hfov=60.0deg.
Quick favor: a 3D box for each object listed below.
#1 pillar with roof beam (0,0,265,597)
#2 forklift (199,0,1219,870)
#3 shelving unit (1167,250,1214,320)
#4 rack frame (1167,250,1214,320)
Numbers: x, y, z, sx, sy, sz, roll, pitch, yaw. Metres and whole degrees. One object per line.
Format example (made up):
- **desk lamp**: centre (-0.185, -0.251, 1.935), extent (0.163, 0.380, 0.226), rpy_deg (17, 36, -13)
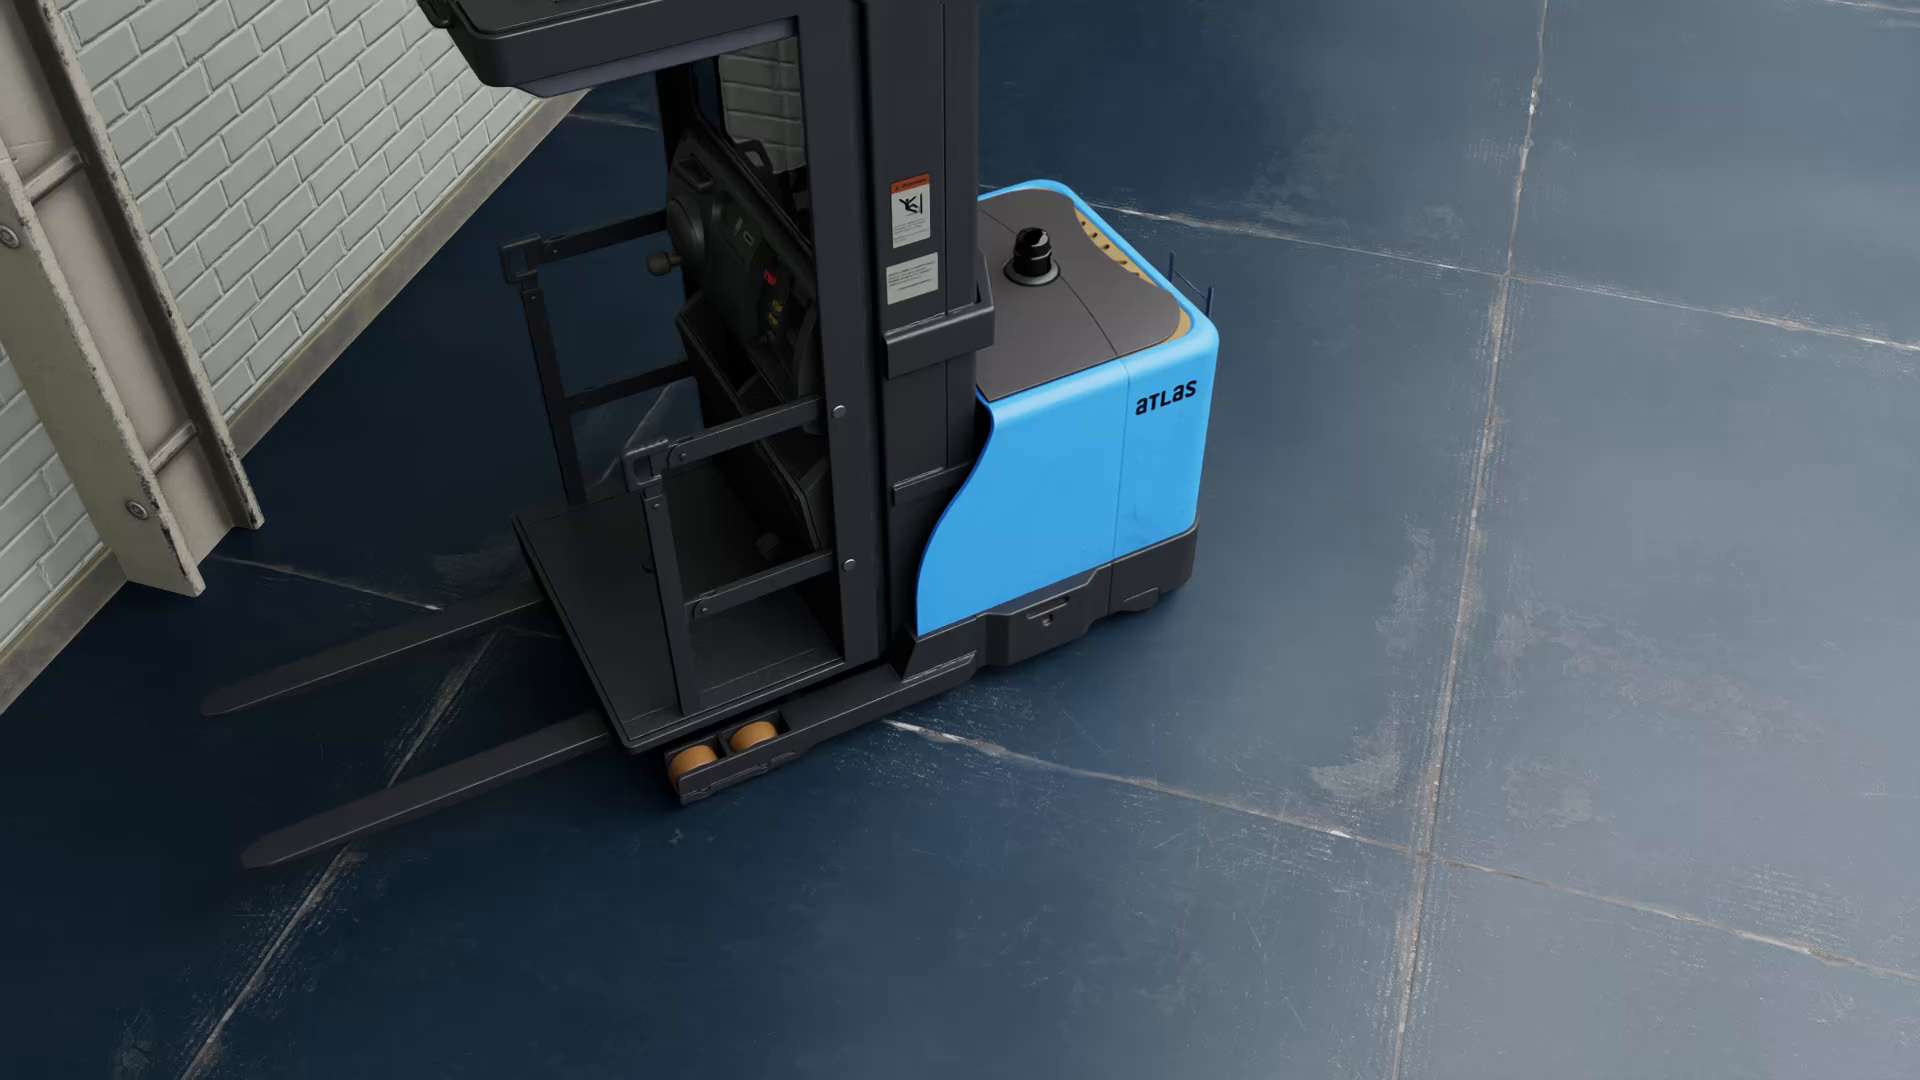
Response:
- **pillar with roof beam**: centre (1.466, -2.277, 1.643), extent (9.100, 9.000, 0.400), rpy_deg (13, 46, 13)
- **forklift**: centre (-0.769, -0.699, 4.369), extent (3.031, 2.935, 1.130), rpy_deg (-21, 48, -20)
- **shelving unit**: centre (0.657, -0.516, 5.634), extent (0.210, 0.900, 0.258), rpy_deg (-21, 48, -20)
- **rack frame**: centre (0.746, -0.550, 5.668), extent (0.006, 0.900, 0.240), rpy_deg (-21, 48, -20)
